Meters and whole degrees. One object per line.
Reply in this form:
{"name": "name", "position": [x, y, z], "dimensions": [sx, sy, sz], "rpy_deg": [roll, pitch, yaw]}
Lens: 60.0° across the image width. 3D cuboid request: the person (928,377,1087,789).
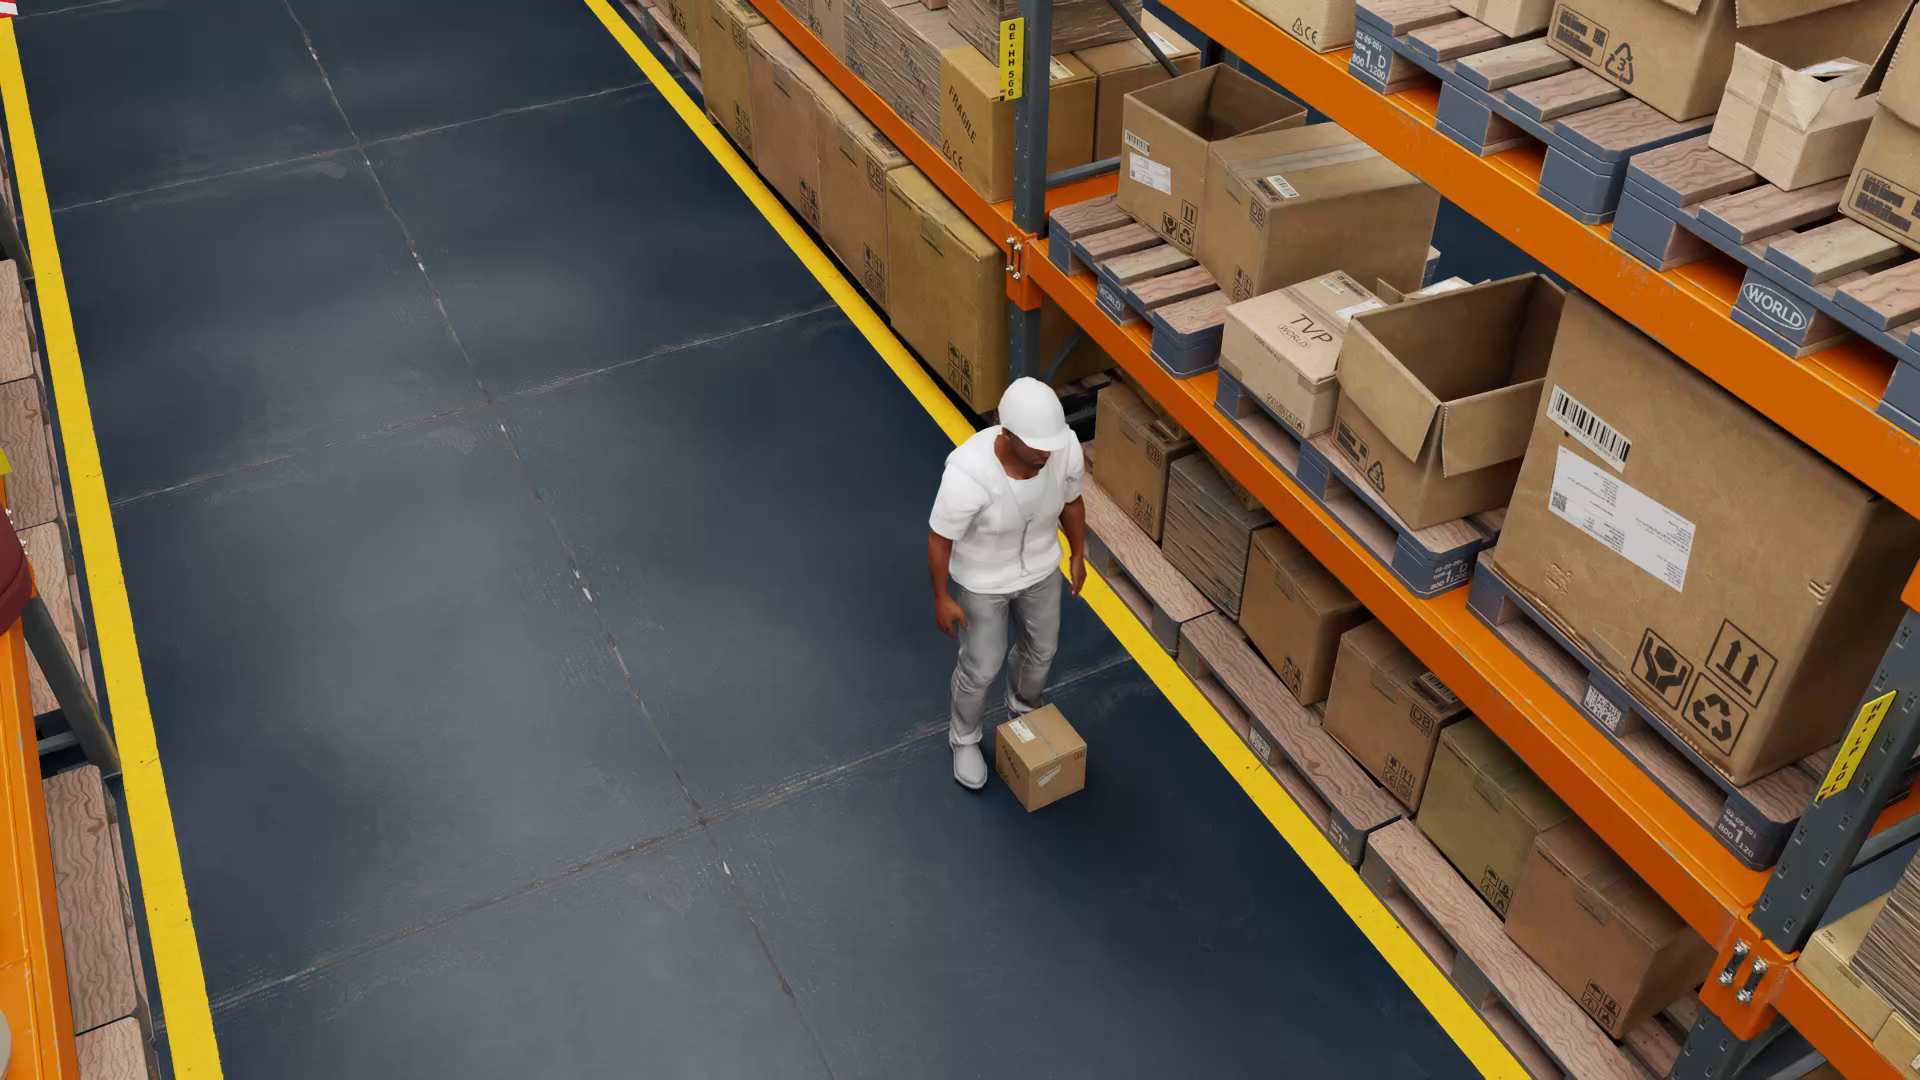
{"name": "person", "position": [0.186, 0.133, 5.992], "dimensions": [0.626, 1.760, 0.461], "rpy_deg": [-19, 44, -20]}
